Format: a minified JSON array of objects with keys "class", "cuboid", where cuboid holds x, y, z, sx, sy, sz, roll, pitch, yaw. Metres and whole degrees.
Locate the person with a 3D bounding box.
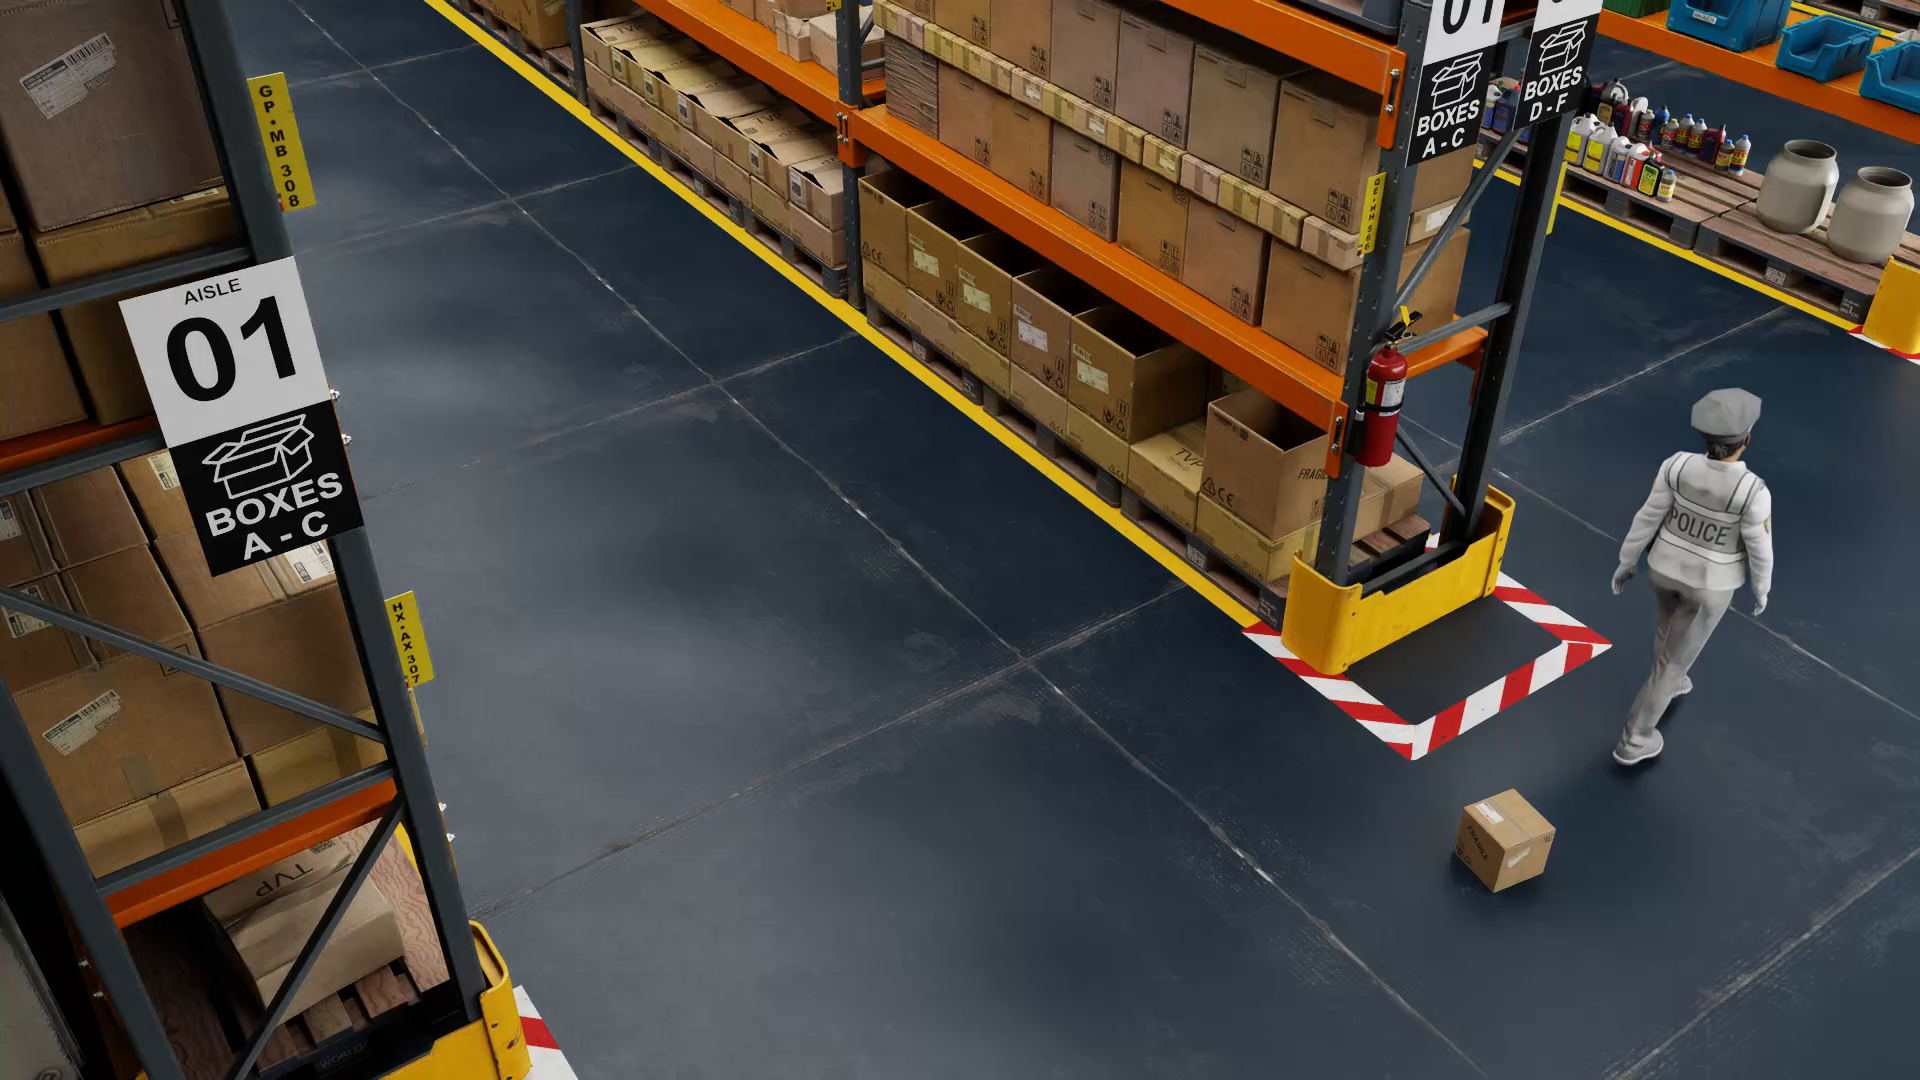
[{"class":"person","cuboid":[3.027,0.137,6.818,0.787,1.704,0.542,-27,45,-32]}]
